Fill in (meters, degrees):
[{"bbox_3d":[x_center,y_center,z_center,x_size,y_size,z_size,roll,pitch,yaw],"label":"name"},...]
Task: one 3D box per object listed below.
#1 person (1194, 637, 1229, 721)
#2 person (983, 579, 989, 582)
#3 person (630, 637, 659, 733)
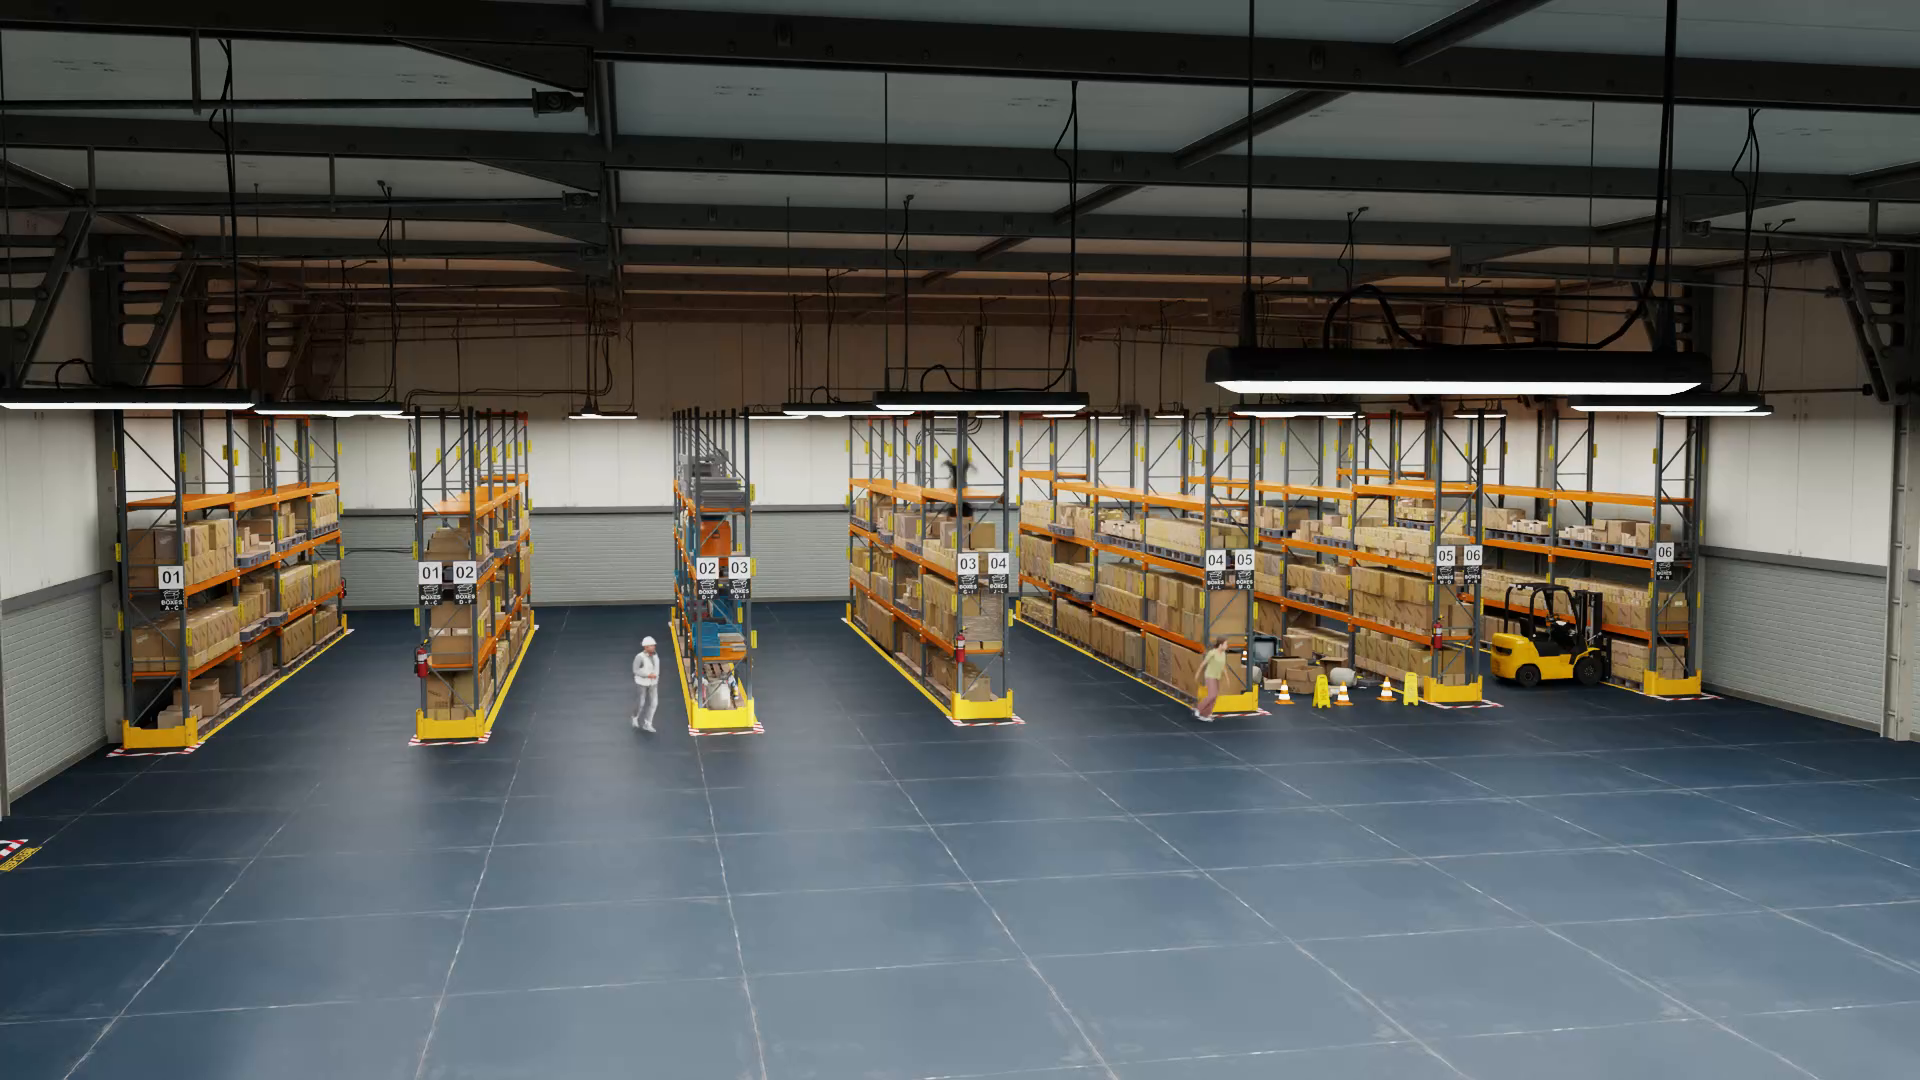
[{"bbox_3d":[4.815,2.663,31.836,0.556,1.635,0.625,4,6,43],"label":"person"},{"bbox_3d":[0.601,1.570,47.646,0.560,1.578,0.826,0,4,3],"label":"person"},{"bbox_3d":[-5.873,2.661,30.856,0.626,1.779,0.791,-3,5,-40],"label":"person"}]
